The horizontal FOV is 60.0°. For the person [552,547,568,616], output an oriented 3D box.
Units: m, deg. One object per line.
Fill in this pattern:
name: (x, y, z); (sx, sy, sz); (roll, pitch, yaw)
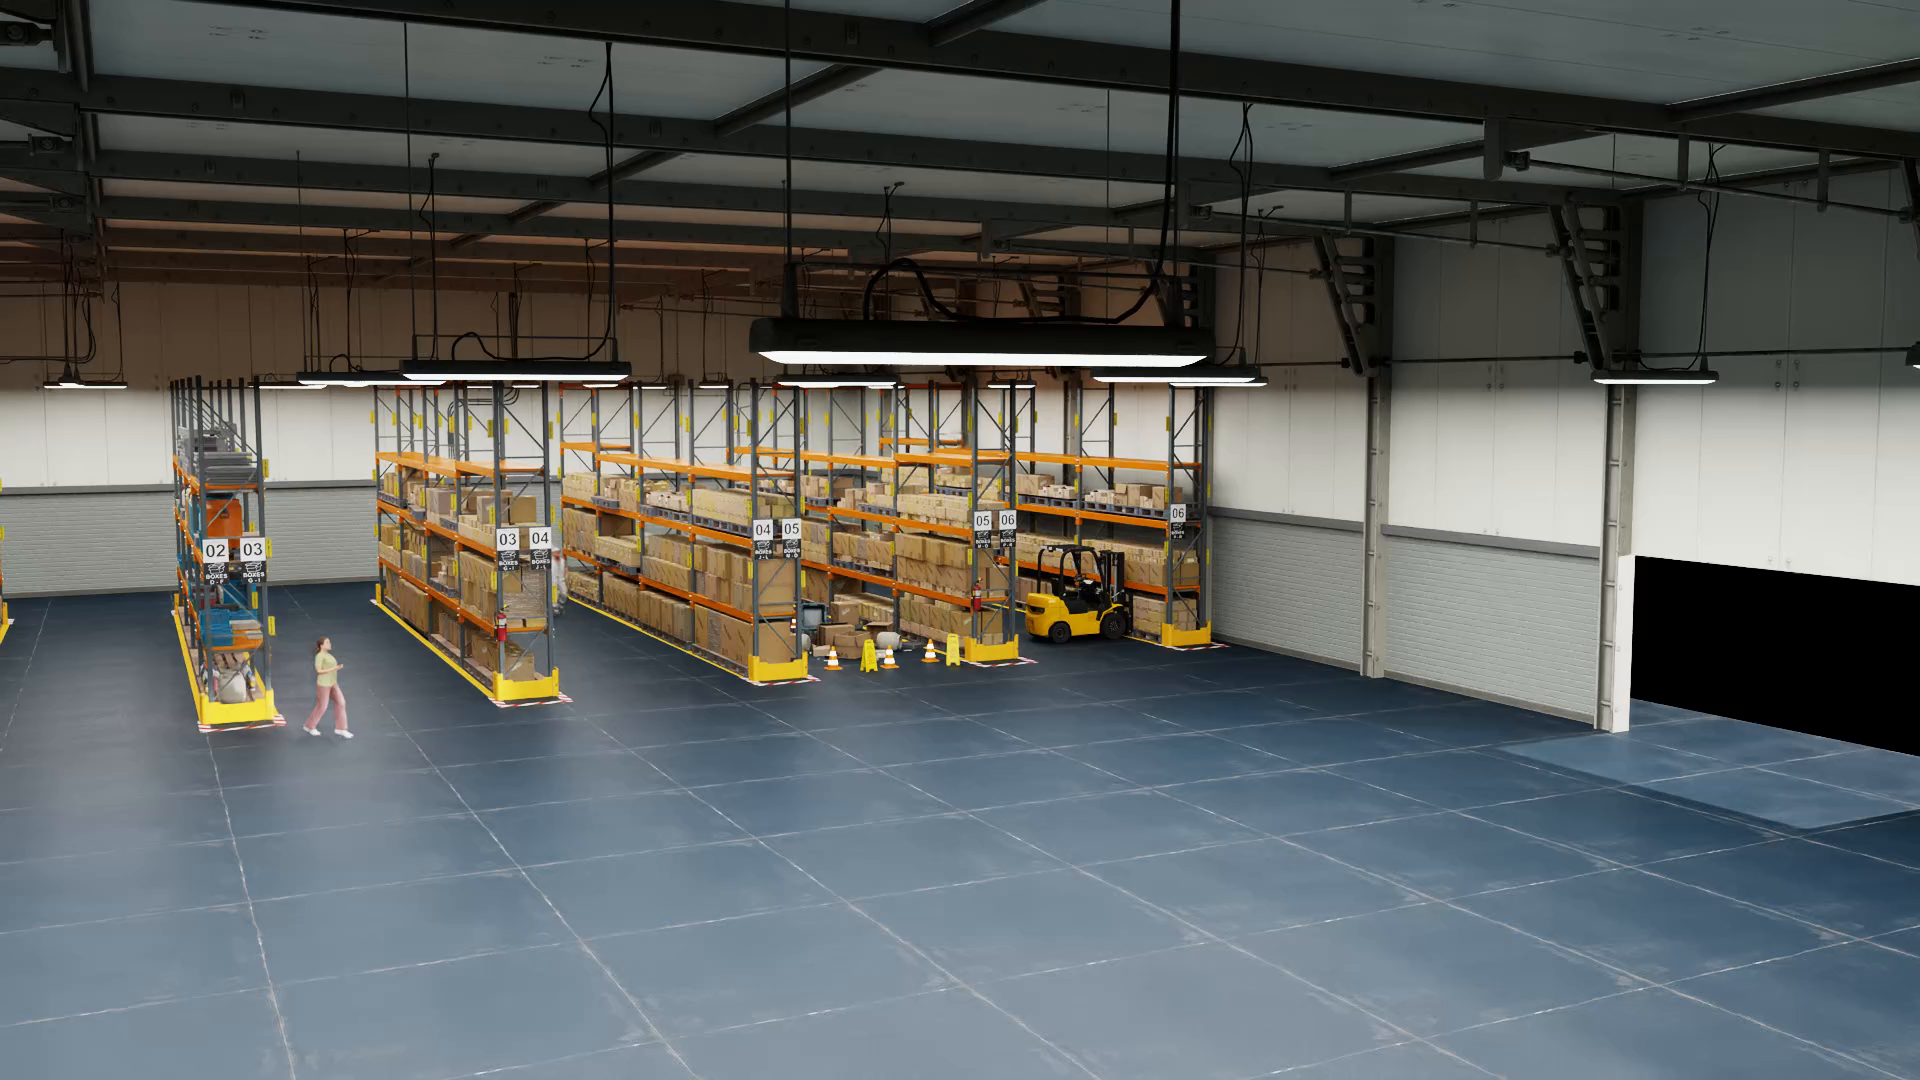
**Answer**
person: (-10.263, 1.070, 42.404); (0.648, 1.759, 0.640); (-3, 6, -27)

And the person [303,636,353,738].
person: (-10.461, 2.428, 27.441); (0.807, 1.700, 0.566); (1, 5, 6)

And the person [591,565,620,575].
person: (-10.525, 0.492, 49.121); (1.201, 1.806, 0.674); (-3, 6, -33)
